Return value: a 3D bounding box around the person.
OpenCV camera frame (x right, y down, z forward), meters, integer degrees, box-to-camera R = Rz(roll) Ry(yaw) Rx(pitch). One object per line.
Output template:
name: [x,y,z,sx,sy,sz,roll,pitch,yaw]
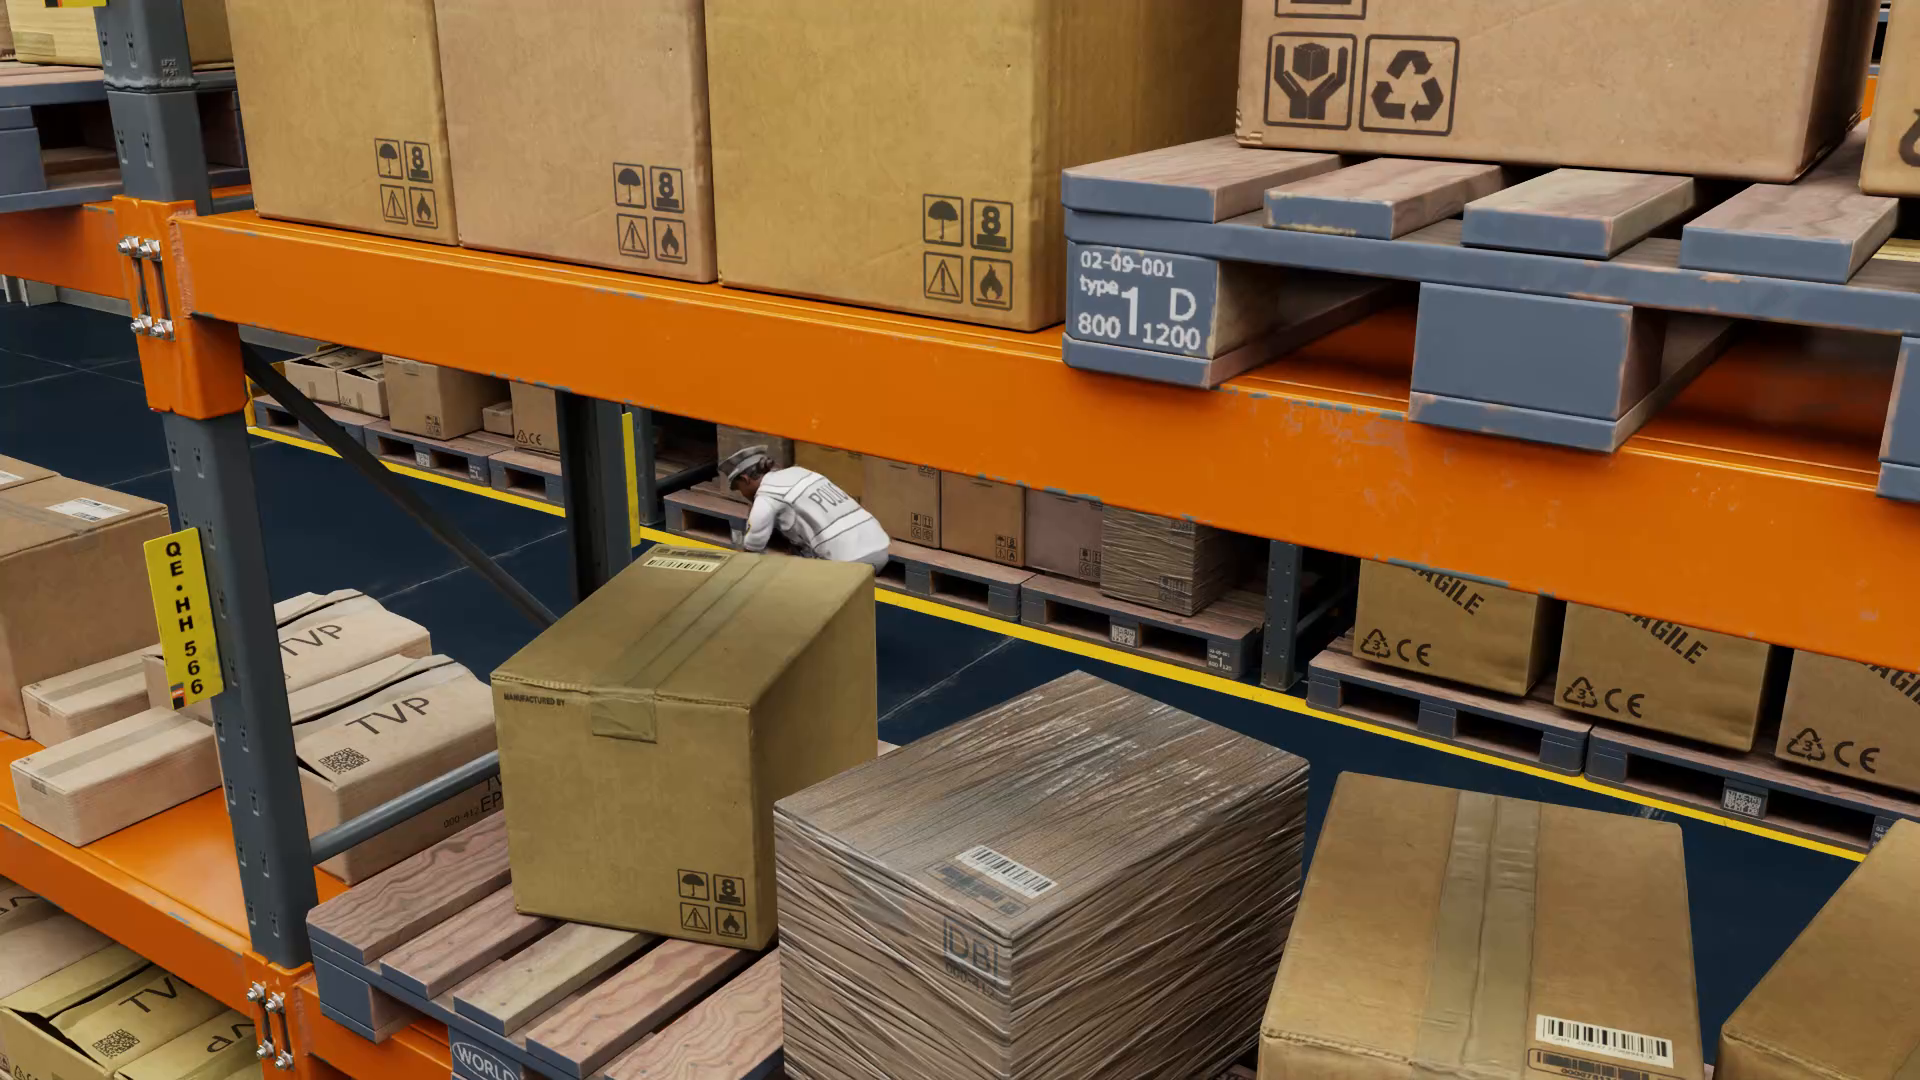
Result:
person: [-0.746,0.069,7.850,0.850,1.011,0.488,13,24,32]
